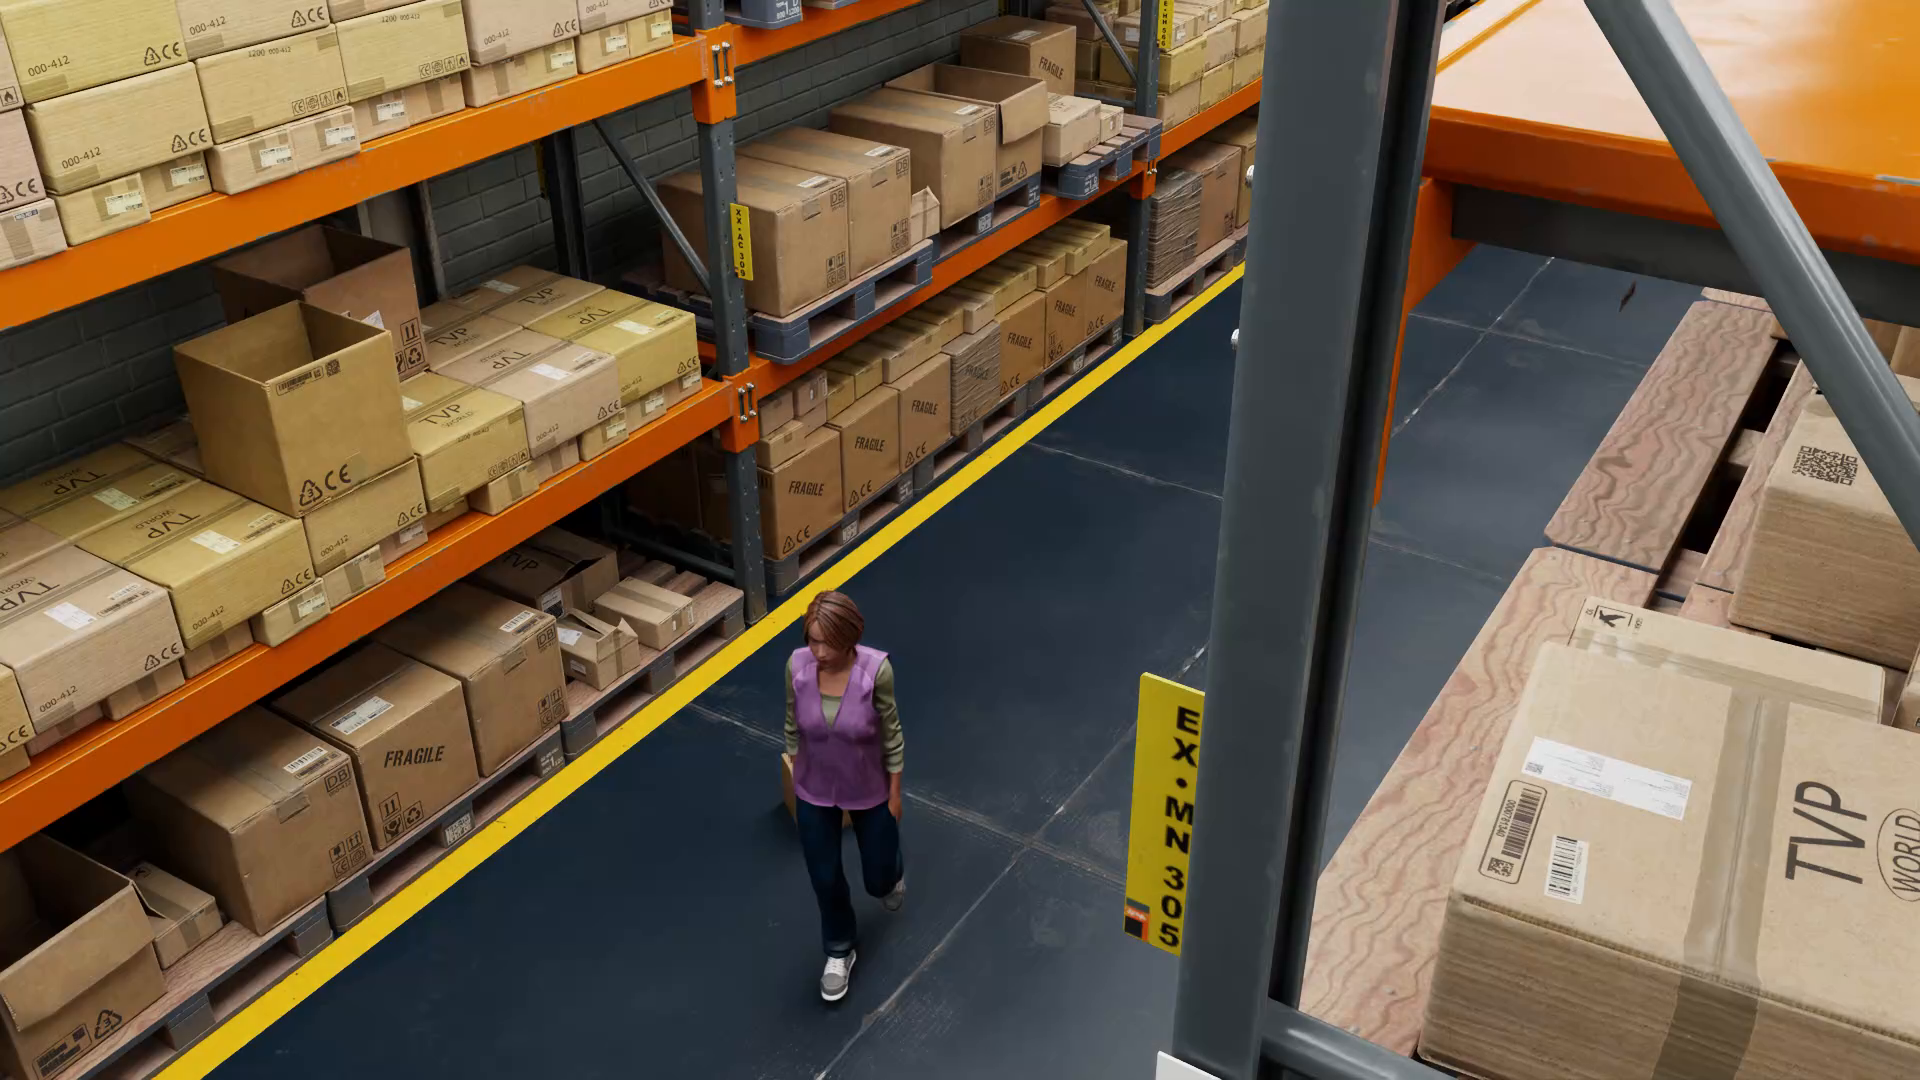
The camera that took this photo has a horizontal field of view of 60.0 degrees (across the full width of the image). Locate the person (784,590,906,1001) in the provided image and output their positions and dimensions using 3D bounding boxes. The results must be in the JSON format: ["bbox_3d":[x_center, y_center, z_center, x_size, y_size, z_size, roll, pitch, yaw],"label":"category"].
[{"bbox_3d":[-0.385,0.826,5.719,0.413,1.586,0.568,4,31,6],"label":"person"}]
